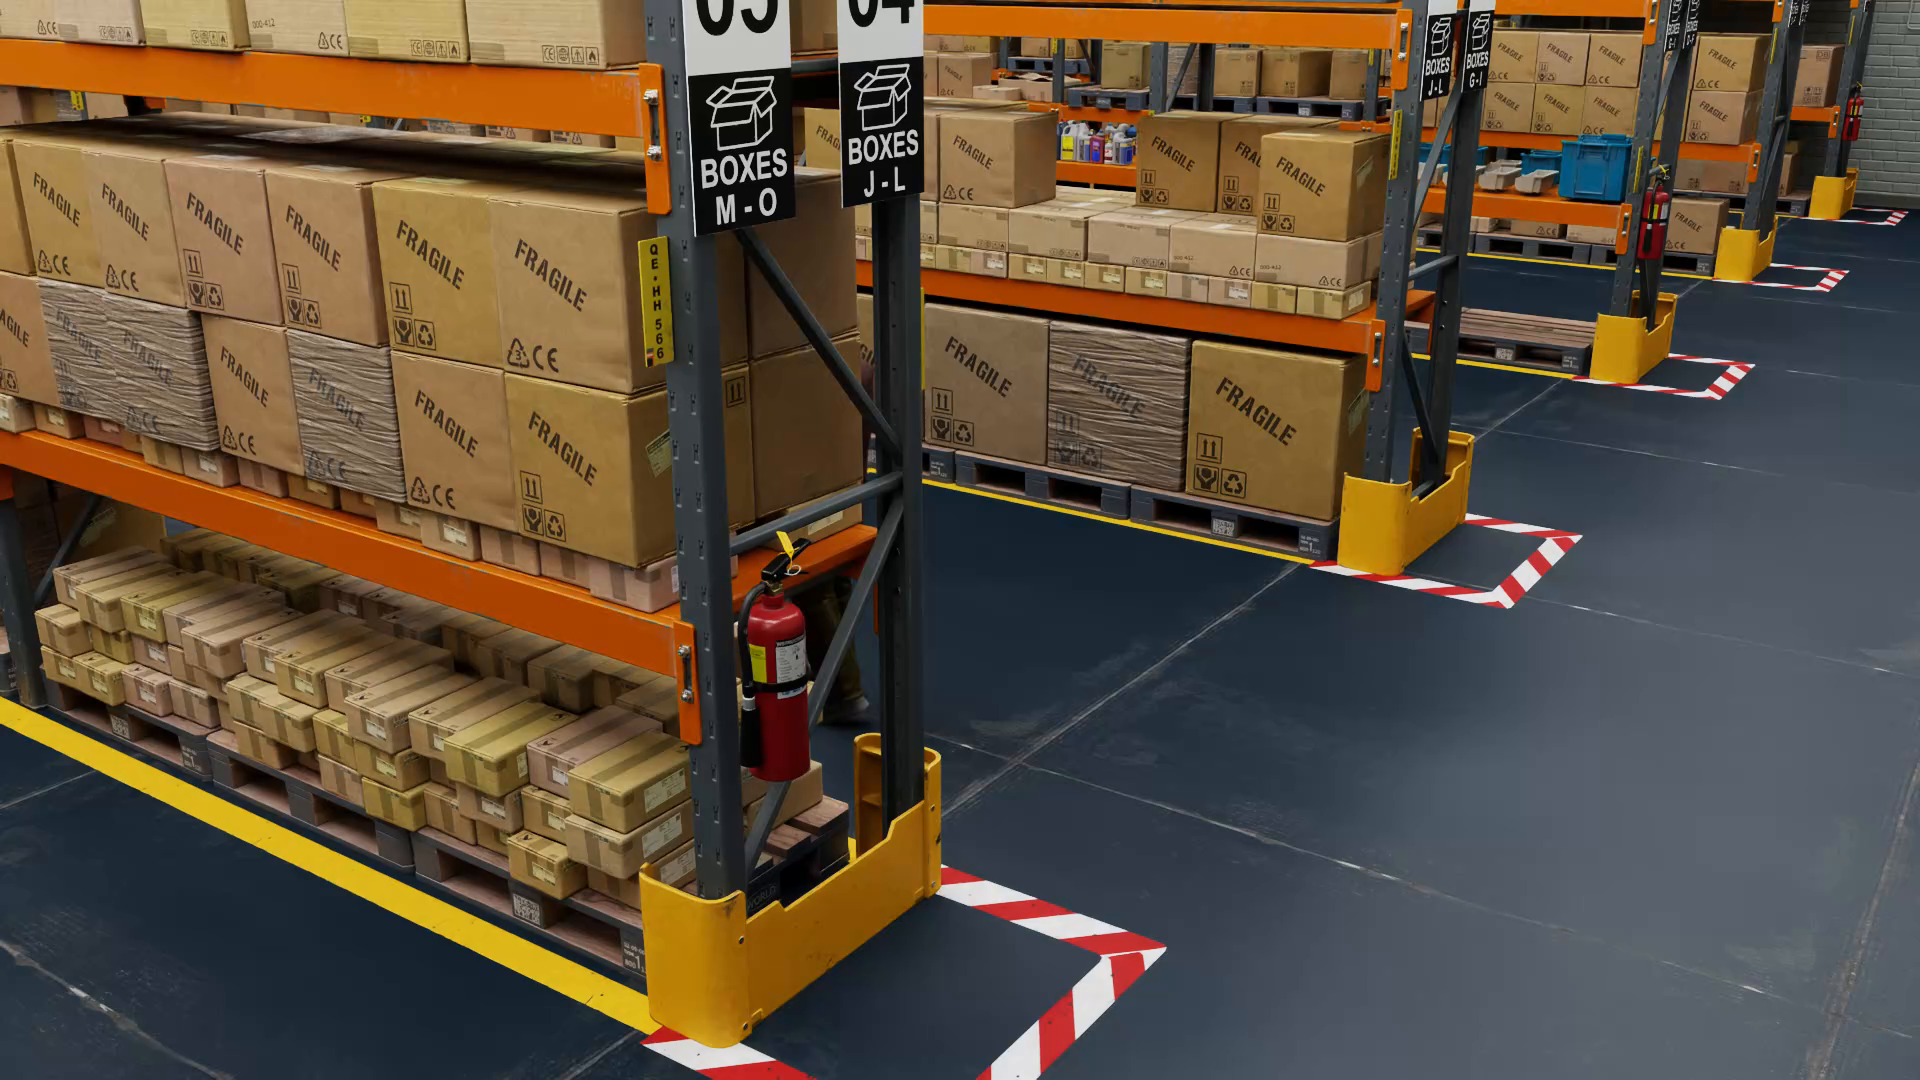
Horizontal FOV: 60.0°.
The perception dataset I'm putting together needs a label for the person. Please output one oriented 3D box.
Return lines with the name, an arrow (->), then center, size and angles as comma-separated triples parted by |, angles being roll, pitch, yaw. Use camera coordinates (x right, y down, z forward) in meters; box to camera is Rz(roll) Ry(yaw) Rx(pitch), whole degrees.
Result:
person -> -0.586, -0.119, 6.980 | 0.580, 1.824, 0.583 | 11, 22, 28
